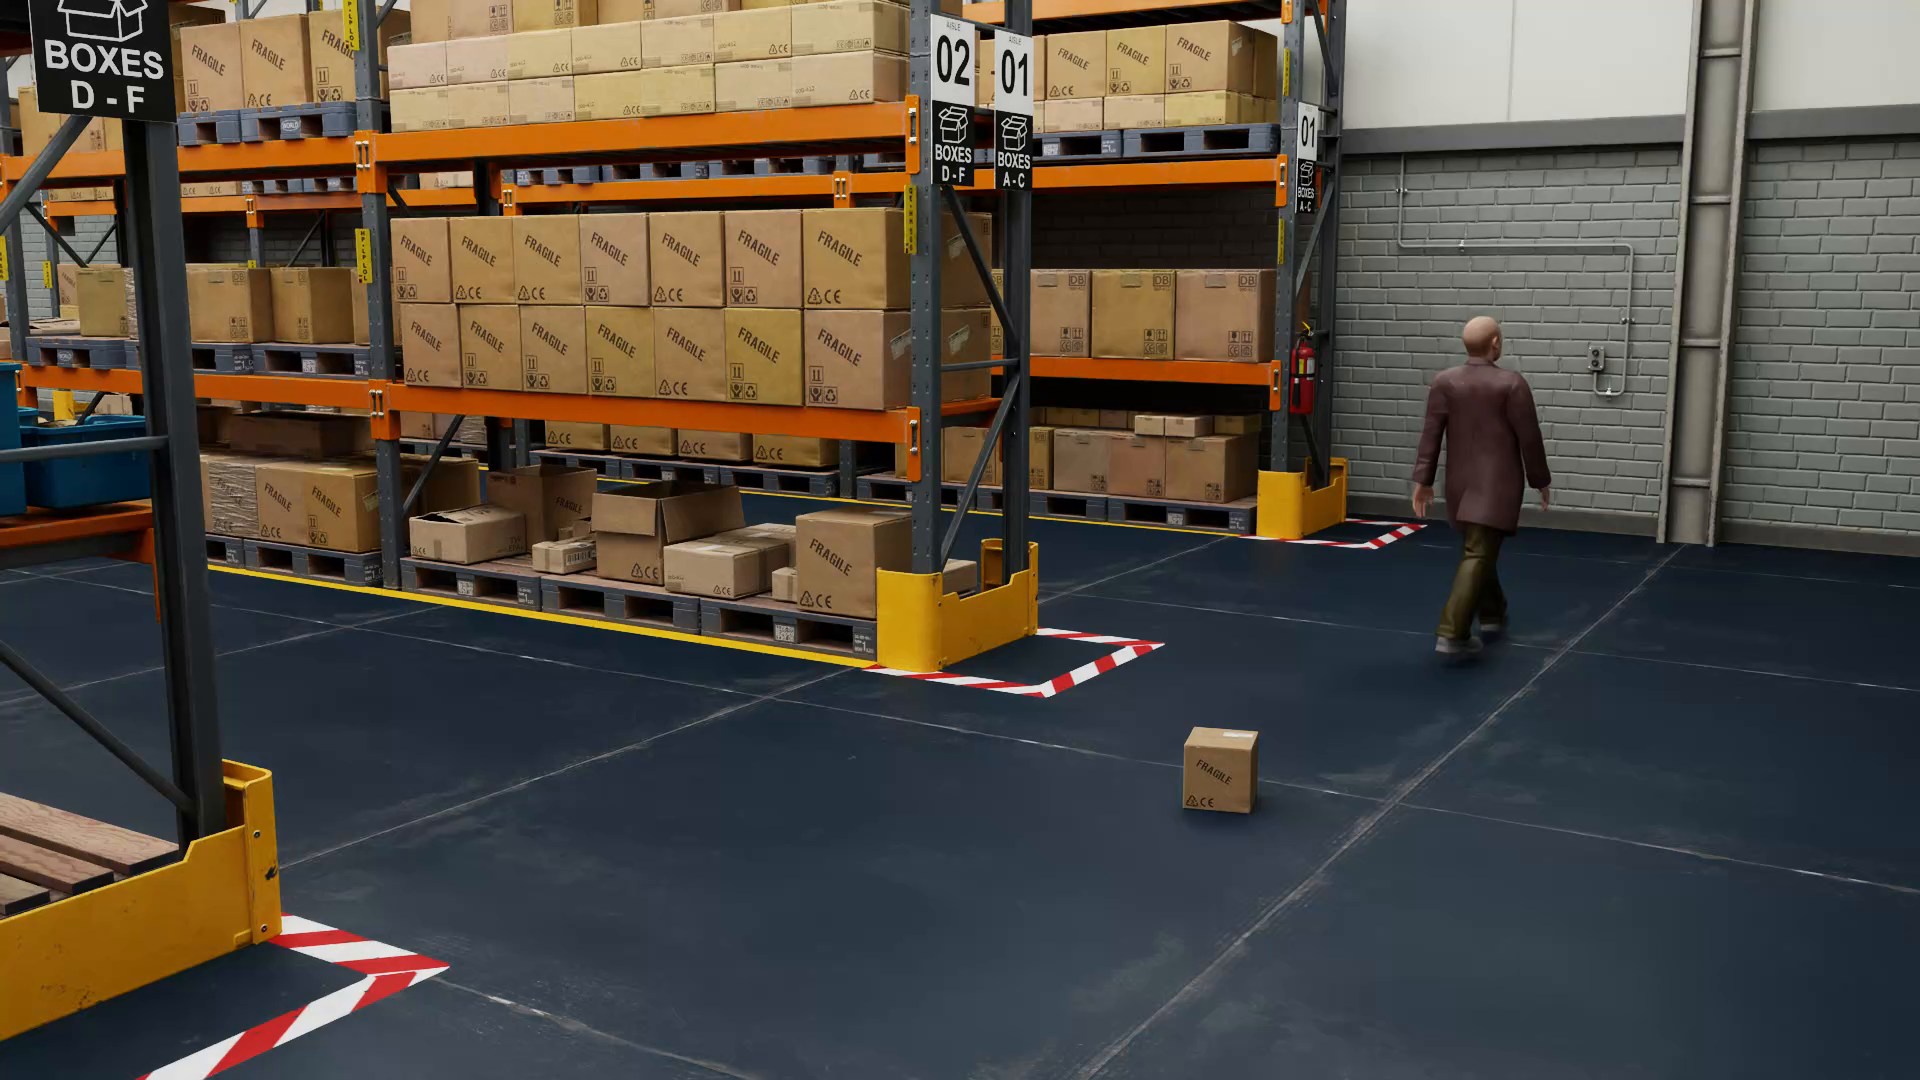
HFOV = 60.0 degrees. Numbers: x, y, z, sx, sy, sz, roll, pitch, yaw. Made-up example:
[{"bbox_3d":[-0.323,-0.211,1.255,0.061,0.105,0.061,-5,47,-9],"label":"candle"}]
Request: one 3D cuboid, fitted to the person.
[{"bbox_3d":[2.779,-0.306,8.713,1.062,1.724,0.628,-8,12,-41],"label":"person"}]
